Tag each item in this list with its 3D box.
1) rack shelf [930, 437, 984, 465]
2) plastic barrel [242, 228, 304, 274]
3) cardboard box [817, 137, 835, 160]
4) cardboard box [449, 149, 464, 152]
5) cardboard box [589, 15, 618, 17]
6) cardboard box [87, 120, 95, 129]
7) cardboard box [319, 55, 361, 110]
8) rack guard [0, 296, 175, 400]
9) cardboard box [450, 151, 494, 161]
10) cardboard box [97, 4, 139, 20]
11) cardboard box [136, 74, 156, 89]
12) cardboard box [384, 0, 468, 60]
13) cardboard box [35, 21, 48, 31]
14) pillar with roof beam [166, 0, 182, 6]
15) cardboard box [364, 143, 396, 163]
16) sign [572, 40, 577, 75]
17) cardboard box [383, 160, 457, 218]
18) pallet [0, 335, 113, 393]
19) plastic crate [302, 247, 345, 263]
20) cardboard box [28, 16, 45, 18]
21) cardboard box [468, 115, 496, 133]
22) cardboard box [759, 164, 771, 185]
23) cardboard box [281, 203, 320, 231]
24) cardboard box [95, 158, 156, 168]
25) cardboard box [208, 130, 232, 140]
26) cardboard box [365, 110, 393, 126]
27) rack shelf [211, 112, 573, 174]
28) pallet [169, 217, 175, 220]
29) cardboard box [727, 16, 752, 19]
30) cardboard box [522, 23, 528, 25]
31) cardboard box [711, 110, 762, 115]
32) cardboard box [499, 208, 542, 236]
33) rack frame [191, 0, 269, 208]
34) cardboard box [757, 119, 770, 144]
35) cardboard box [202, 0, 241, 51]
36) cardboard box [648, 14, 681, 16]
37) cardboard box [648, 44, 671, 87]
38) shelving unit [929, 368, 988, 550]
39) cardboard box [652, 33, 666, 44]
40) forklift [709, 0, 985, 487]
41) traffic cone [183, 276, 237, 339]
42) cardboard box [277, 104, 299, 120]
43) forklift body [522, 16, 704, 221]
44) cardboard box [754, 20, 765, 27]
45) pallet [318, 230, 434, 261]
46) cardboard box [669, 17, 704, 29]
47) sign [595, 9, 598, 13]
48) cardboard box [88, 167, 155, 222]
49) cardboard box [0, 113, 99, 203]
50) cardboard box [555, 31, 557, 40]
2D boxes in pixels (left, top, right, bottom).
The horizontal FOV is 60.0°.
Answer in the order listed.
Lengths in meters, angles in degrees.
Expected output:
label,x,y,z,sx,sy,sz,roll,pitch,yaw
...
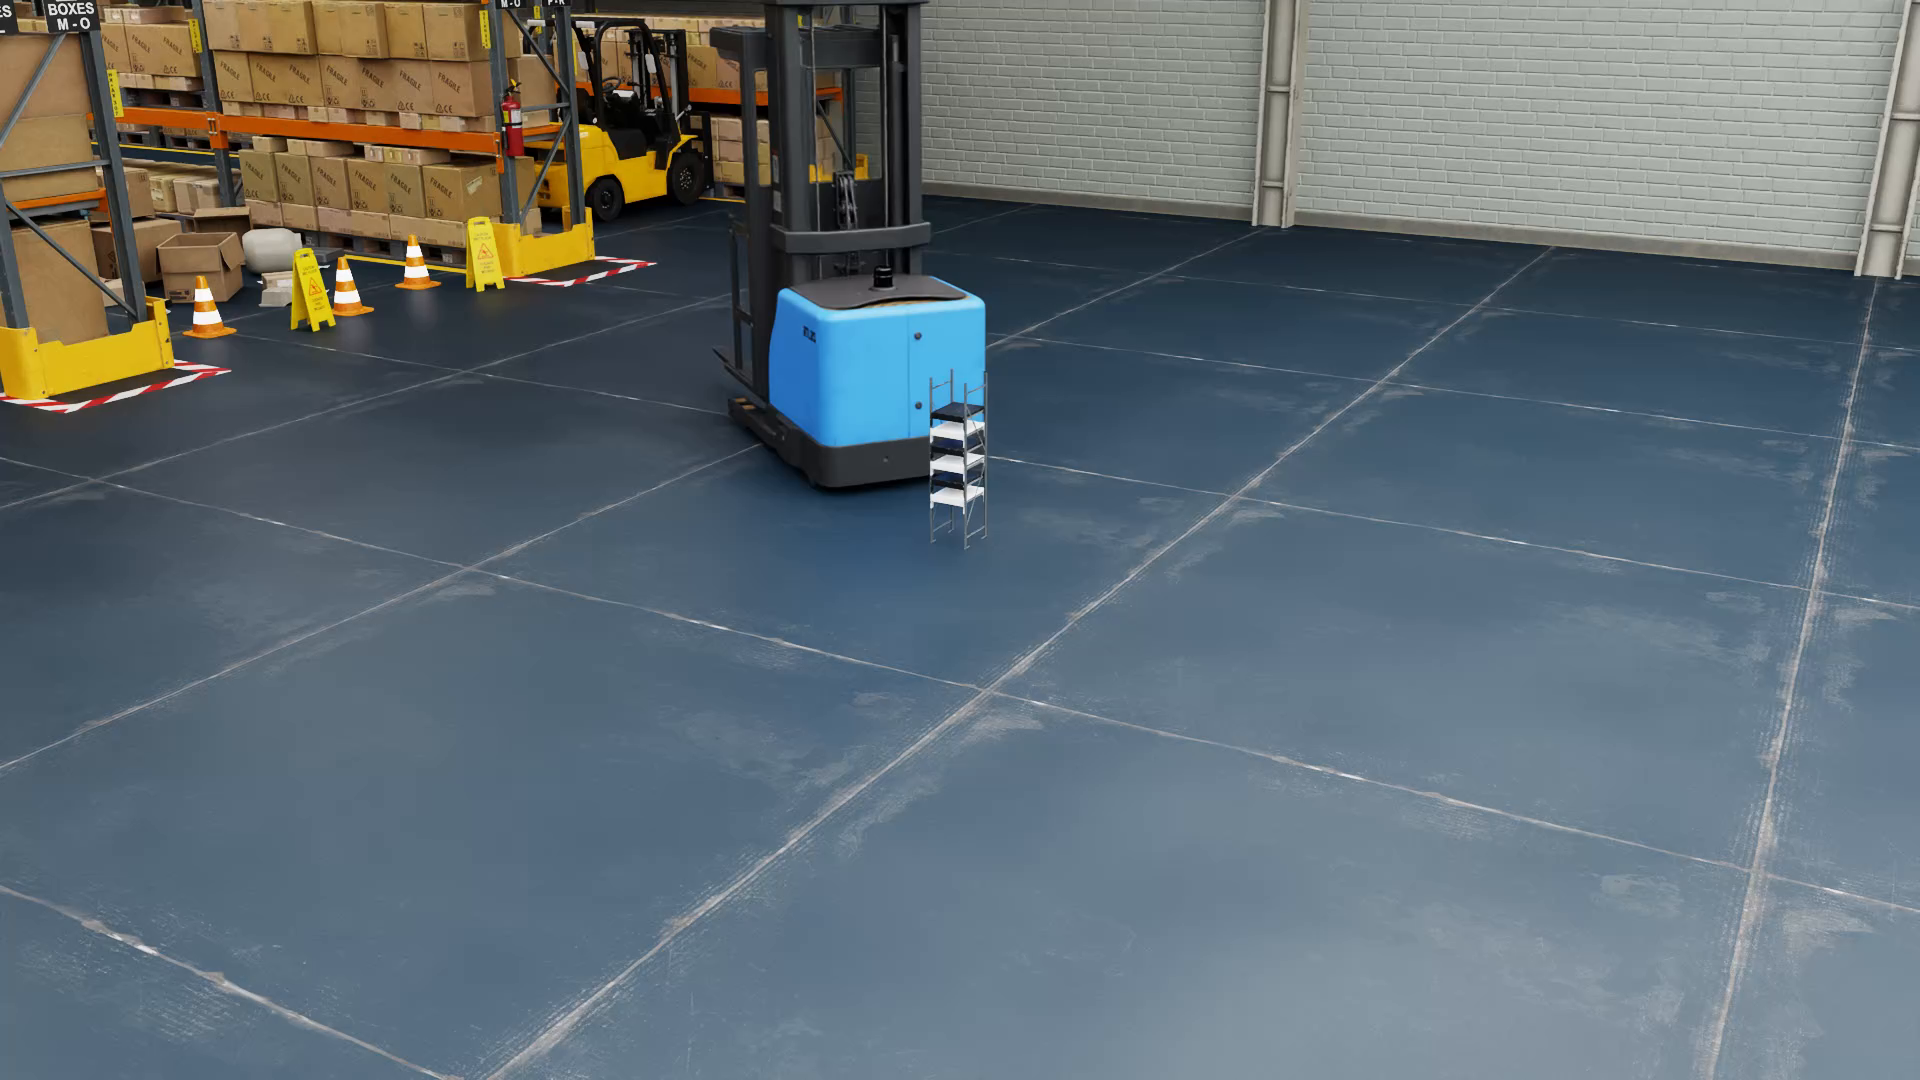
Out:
label,x,y,z,sx,sy,sz,roll,pitch,yaw
rack shelf,-0.007,-0.478,8.696,0.200,0.077,0.258,11,23,27
plastic barrel,-6.532,-2.750,15.825,0.512,0.421,0.421,-7,21,-20
cardboard box,-1.882,-4.826,20.455,0.500,0.250,0.500,11,23,28
cardboard box,-6.857,-5.632,22.859,0.625,0.625,0.875,10,22,25
cardboard box,-4.432,-6.506,20.867,0.250,0.149,0.380,10,22,26
cardboard box,-13.420,-6.773,26.189,0.500,0.500,0.700,10,22,25
cardboard box,-5.902,-4.522,16.350,0.500,0.500,0.500,11,23,28
rack guard,-6.295,-1.399,11.988,0.348,0.500,1.175,11,23,27
cardboard box,-5.039,-3.631,16.794,0.500,0.500,0.500,10,22,25
cardboard box,-9.409,-5.900,18.580,0.250,0.149,0.380,10,22,25
cardboard box,-8.530,-4.897,17.720,0.250,0.149,0.380,10,22,26
cardboard box,-4.981,-4.831,15.736,0.500,0.500,0.700,11,23,28
cardboard box,-9.769,-5.468,18.342,0.500,0.500,0.500,11,23,28
pillar with roof beam,-14.317,-9.465,21.761,0.400,9.000,9.100,11,23,27
cardboard box,-5.617,-3.814,16.346,0.250,0.149,0.380,12,23,30
sign,-3.726,-4.637,15.979,0.005,0.325,0.100,11,23,27
cardboard box,-5.274,-3.467,16.340,0.500,0.500,0.500,12,23,29
pallet,-7.052,-1.376,12.350,1.213,0.211,1.003,11,23,27
plastic crate,-6.512,-2.856,16.620,0.583,0.080,0.402,3,20,9
cardboard box,-10.442,-5.790,19.229,0.500,0.500,0.500,10,22,26
cardboard box,-4.421,-3.949,15.720,0.250,0.149,0.380,12,23,29
cardboard box,-2.137,-4.435,20.110,0.500,0.250,0.500,11,23,28
cardboard box,-6.627,-3.374,17.185,0.500,0.250,0.500,12,23,30
cardboard box,-9.838,-4.143,19.126,0.625,0.372,0.950,10,22,26
cardboard box,-10.833,-6.247,24.738,0.500,0.500,0.500,10,22,26
cardboard box,-5.572,-4.140,16.249,0.250,0.149,0.380,11,22,27
rack shelf,-5.736,-4.063,16.721,4.000,0.370,1.077,11,23,27
pallet,-9.232,-3.754,18.905,1.213,0.211,1.003,11,23,27
cardboard box,-2.662,-6.333,20.390,0.250,0.149,0.380,12,23,29
cardboard box,-5.694,-6.788,22.081,0.250,0.149,0.380,11,23,27
cardboard box,-2.770,-5.226,20.823,0.500,0.250,0.500,11,22,27
cardboard box,-4.560,-3.189,16.675,0.500,0.250,0.500,11,22,27
rack frame,-7.482,-4.733,17.515,0.127,3.000,1.000,11,23,27
cardboard box,-2.127,-4.905,19.938,0.500,0.250,0.500,12,23,29
cardboard box,-7.204,-5.252,16.897,0.500,0.500,0.700,11,22,27
cardboard box,-3.737,-6.574,21.055,0.250,0.149,0.380,10,22,26
cardboard box,-3.471,-5.852,20.451,0.500,0.500,0.500,11,23,28
shelving unit,-0.007,-0.424,8.715,0.210,0.900,0.258,11,23,27
cardboard box,-3.575,-6.169,20.375,0.250,0.149,0.380,10,22,26
forklift,-0.888,-2.143,10.476,1.130,2.935,3.031,-8,22,-22
traffic cone,-6.087,-1.896,13.414,0.334,0.463,0.336,11,23,27
cardboard box,-6.672,-4.354,16.838,0.250,0.149,0.380,12,23,29
forklift body,-4.118,-4.920,19.273,1.214,2.155,2.313,11,23,27
cardboard box,-2.219,-6.067,19.657,0.250,0.149,0.380,11,23,27
pallet,-5.810,-3.119,17.153,1.213,0.211,1.003,11,23,27
cardboard box,-3.330,-6.288,20.268,0.250,0.149,0.380,11,23,28
sign,-4.796,-6.821,21.885,0.005,0.325,0.100,11,23,27
cardboard box,-8.324,-3.379,16.337,0.500,0.500,0.500,11,23,27
cardboard box,-6.662,-2.696,11.680,0.550,0.550,0.875,11,23,27
cardboard box,-4.915,-6.432,21.101,0.250,0.149,0.380,10,22,26
